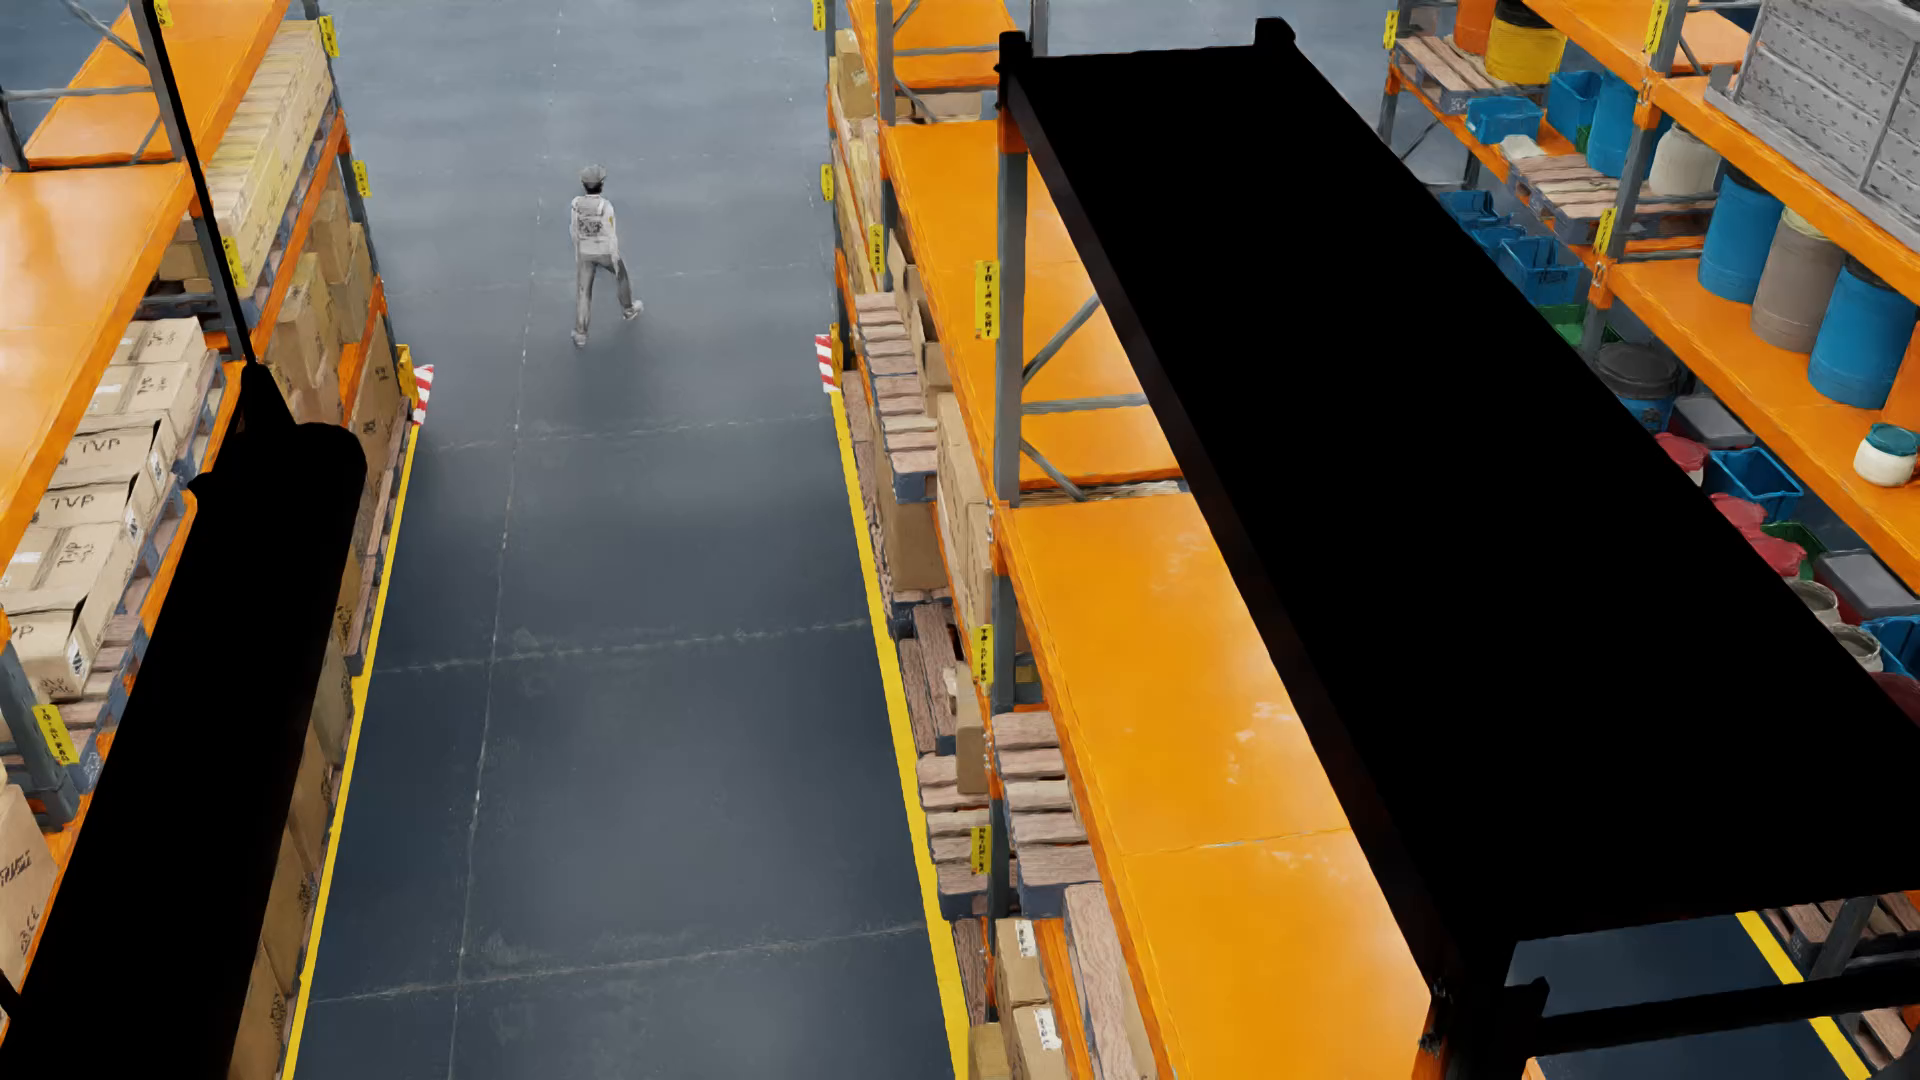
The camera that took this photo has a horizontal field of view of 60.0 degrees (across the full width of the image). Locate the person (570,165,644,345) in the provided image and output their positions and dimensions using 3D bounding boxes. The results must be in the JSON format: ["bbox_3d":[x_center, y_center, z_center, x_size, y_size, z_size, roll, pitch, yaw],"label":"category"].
[{"bbox_3d":[-3.452,-2.731,15.806,0.523,1.615,0.921,8,37,11],"label":"person"}]
